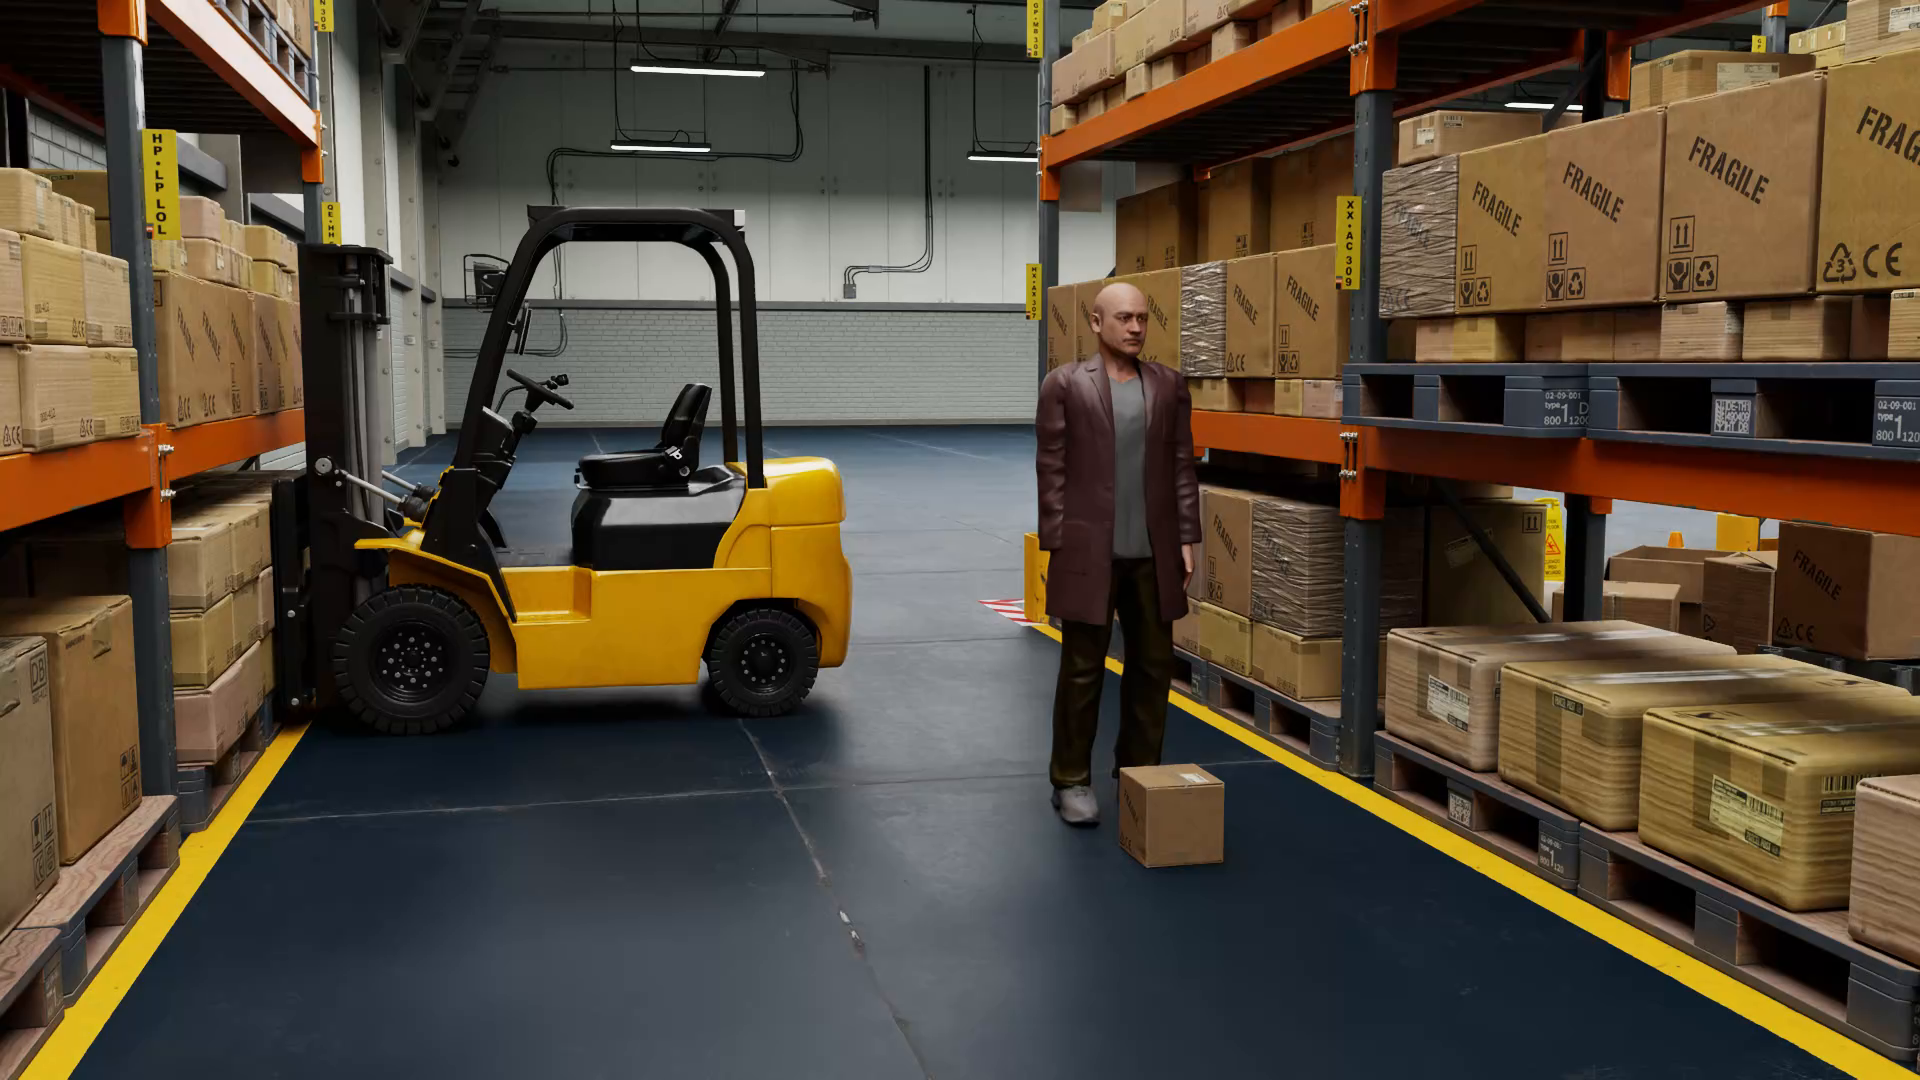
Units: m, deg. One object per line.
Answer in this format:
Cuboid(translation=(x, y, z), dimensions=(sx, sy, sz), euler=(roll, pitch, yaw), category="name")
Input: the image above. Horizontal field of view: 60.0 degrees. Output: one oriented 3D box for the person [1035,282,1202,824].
Cuboid(translation=(0.539, 0.037, 5.542), dimensions=(0.562, 1.778, 0.377), euler=(-1, 6, -13), category="person")
